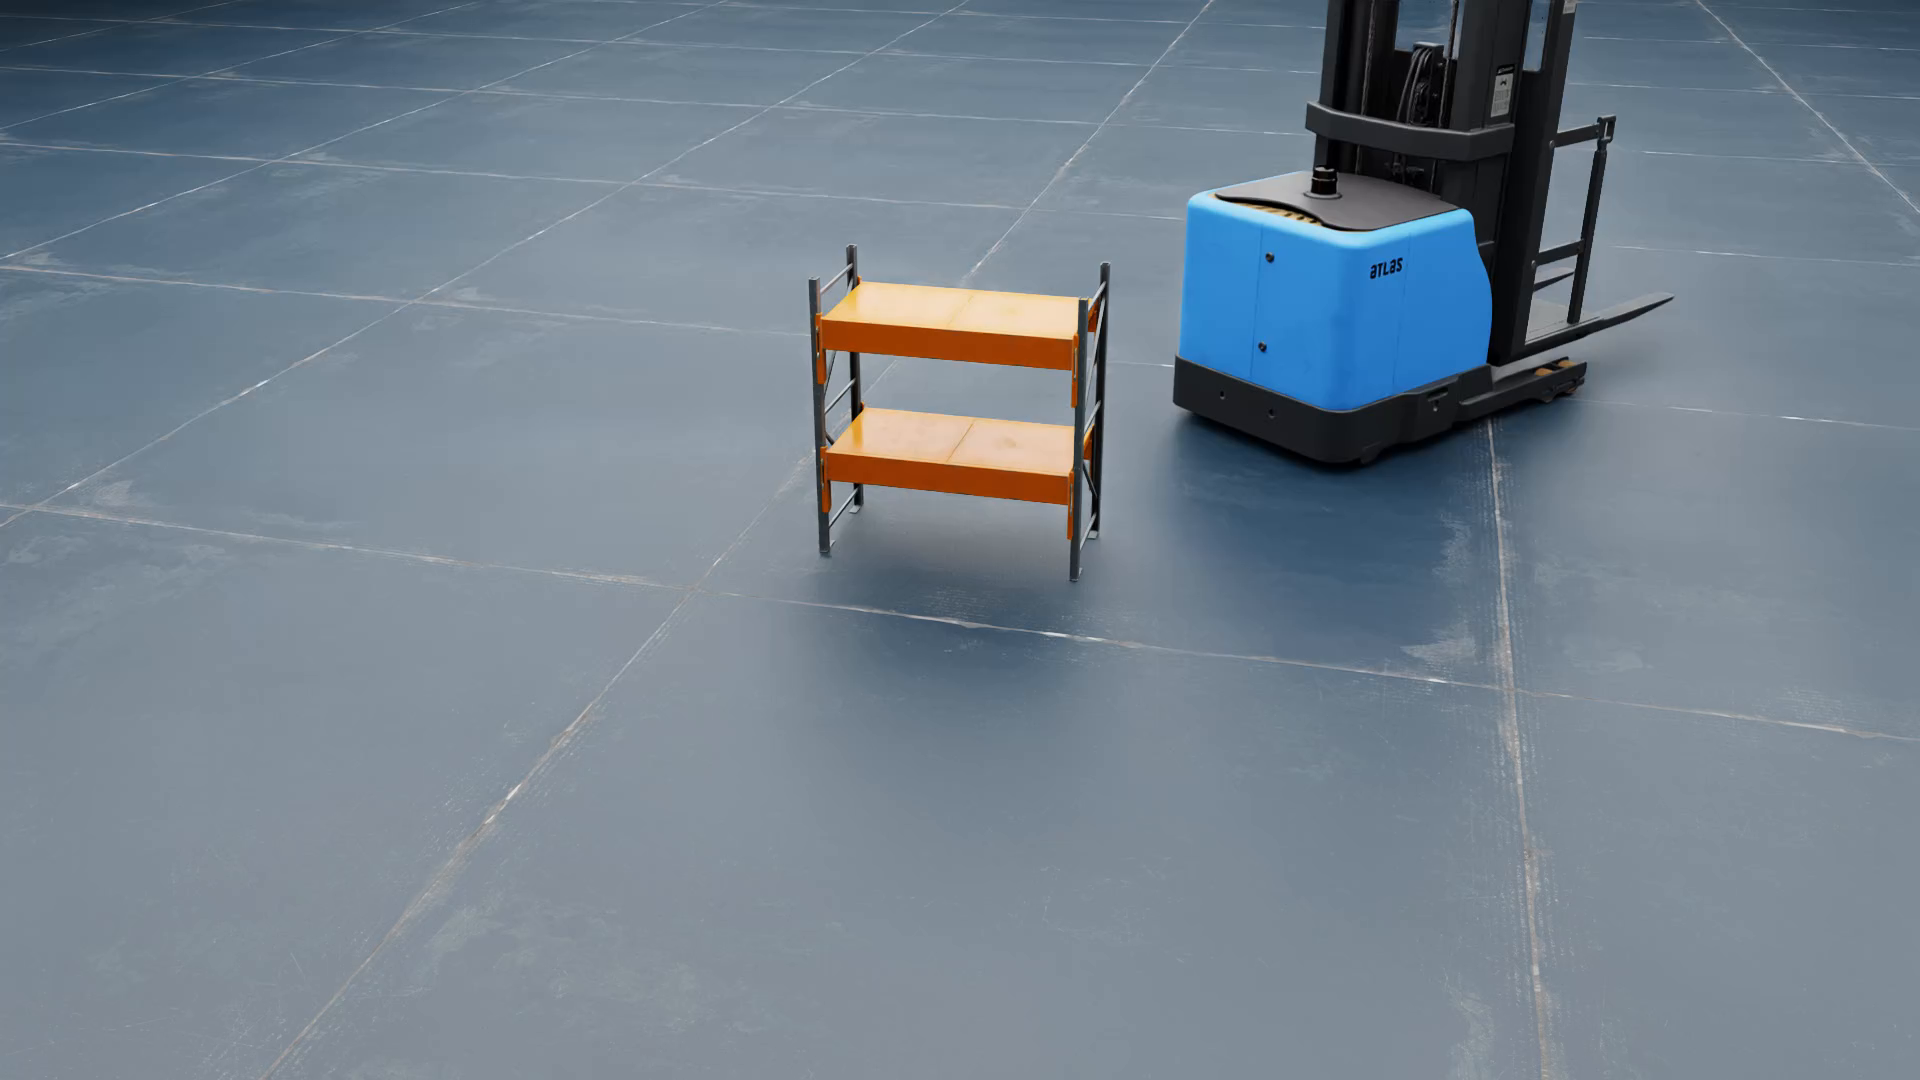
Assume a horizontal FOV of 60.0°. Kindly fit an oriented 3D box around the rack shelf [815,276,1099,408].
[{"bbox_3d":[0.007,-0.771,6.381,1.000,0.278,0.538,6,26,13],"label":"rack shelf"}]

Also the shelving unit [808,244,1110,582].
[{"bbox_3d":[0.007,-0.507,6.507,1.048,1.125,0.538,6,26,13],"label":"shelving unit"}]

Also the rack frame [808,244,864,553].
[{"bbox_3d":[-0.486,-0.562,6.621,0.032,1.125,0.500,6,26,13],"label":"rack frame"}]

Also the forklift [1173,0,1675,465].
[{"bbox_3d":[2.489,-2.157,7.872,3.031,2.935,1.130,-19,31,-34],"label":"forklift"}]

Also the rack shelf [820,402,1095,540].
[{"bbox_3d":[0.007,-0.286,6.612,1.000,0.278,0.538,6,26,13],"label":"rack shelf"}]

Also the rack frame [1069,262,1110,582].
[{"bbox_3d":[0.499,-0.453,6.392,0.032,1.125,0.500,6,26,13],"label":"rack frame"}]
